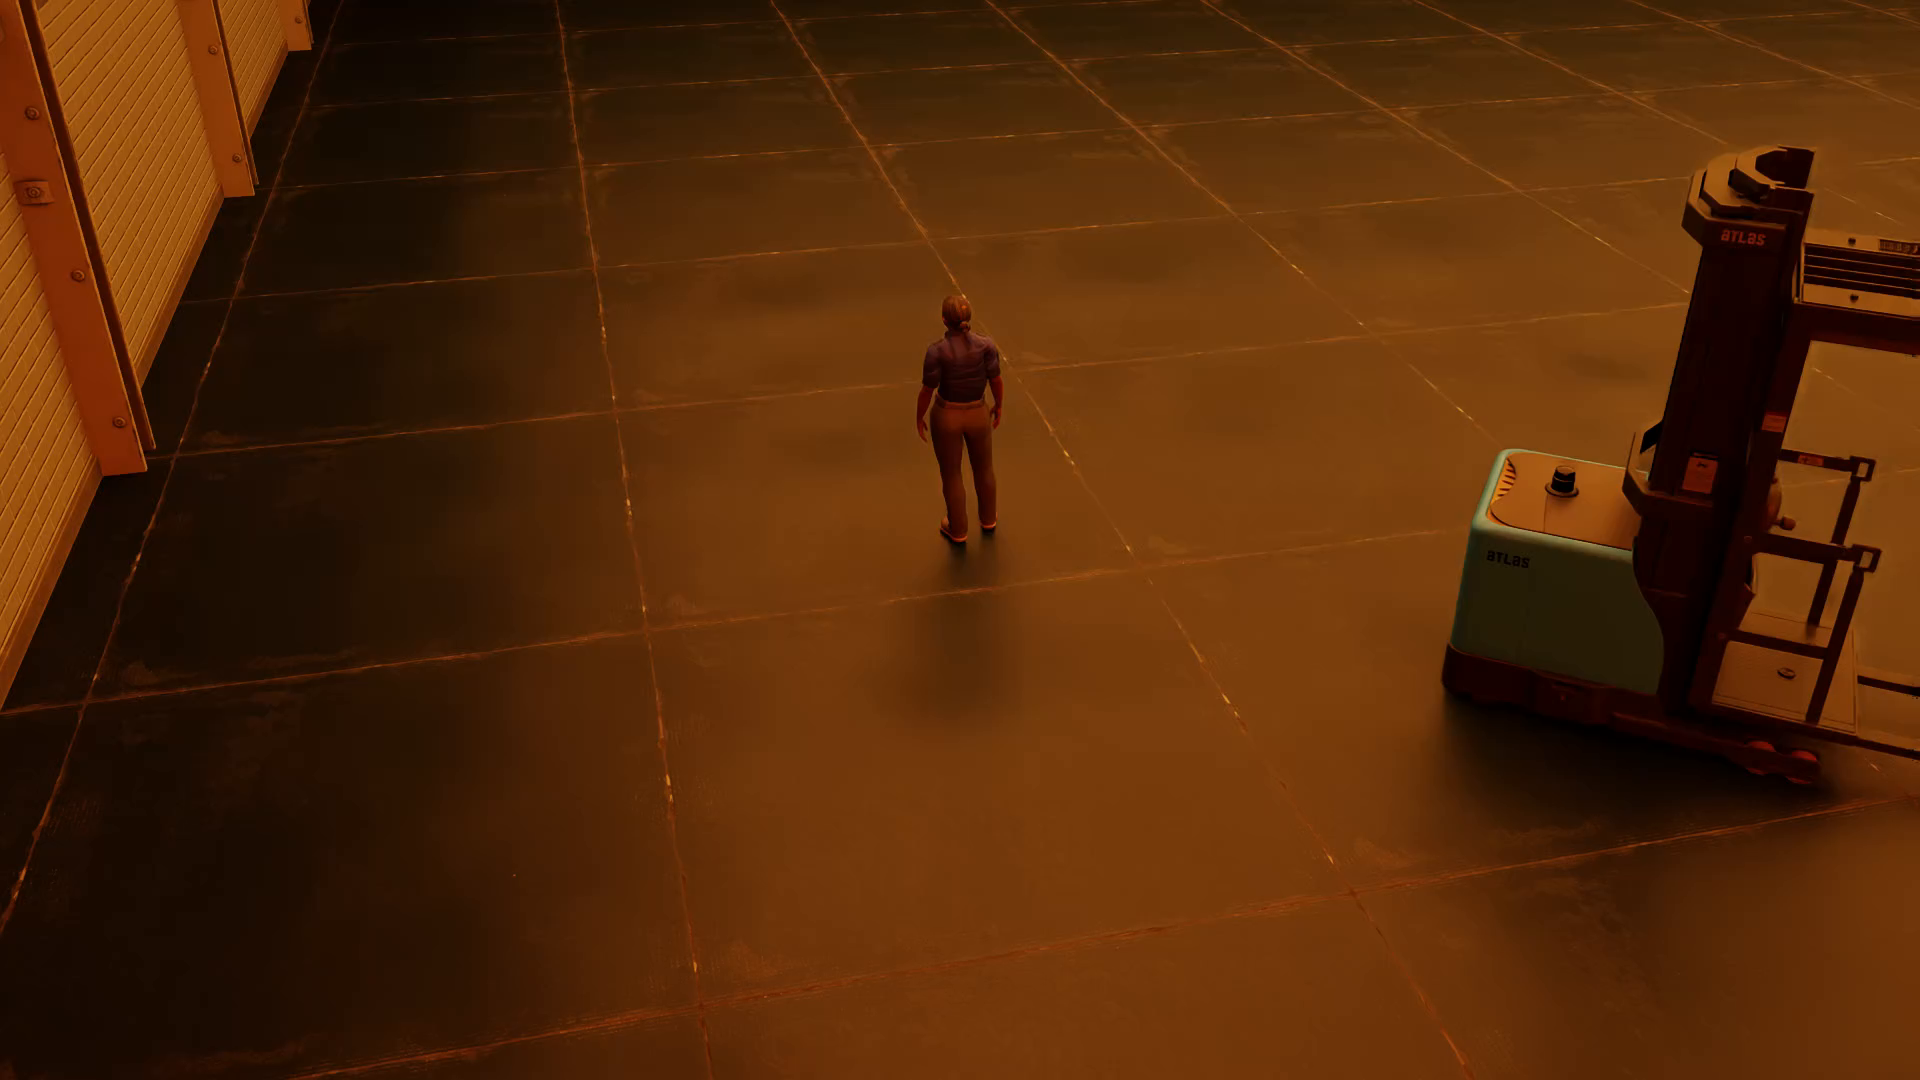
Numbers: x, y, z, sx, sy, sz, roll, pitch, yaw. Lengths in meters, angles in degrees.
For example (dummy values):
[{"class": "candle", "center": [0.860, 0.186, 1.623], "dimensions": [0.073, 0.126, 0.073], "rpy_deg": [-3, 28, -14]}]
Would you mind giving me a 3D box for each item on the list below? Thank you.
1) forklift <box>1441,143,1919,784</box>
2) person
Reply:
[{"class": "forklift", "center": [4.182, -0.344, 8.168], "dimensions": [3.031, 2.935, 1.130], "rpy_deg": [13, 32, 21]}, {"class": "person", "center": [-0.001, -0.768, 10.160], "dimensions": [0.569, 1.656, 0.503], "rpy_deg": [-7, 31, -12]}]
